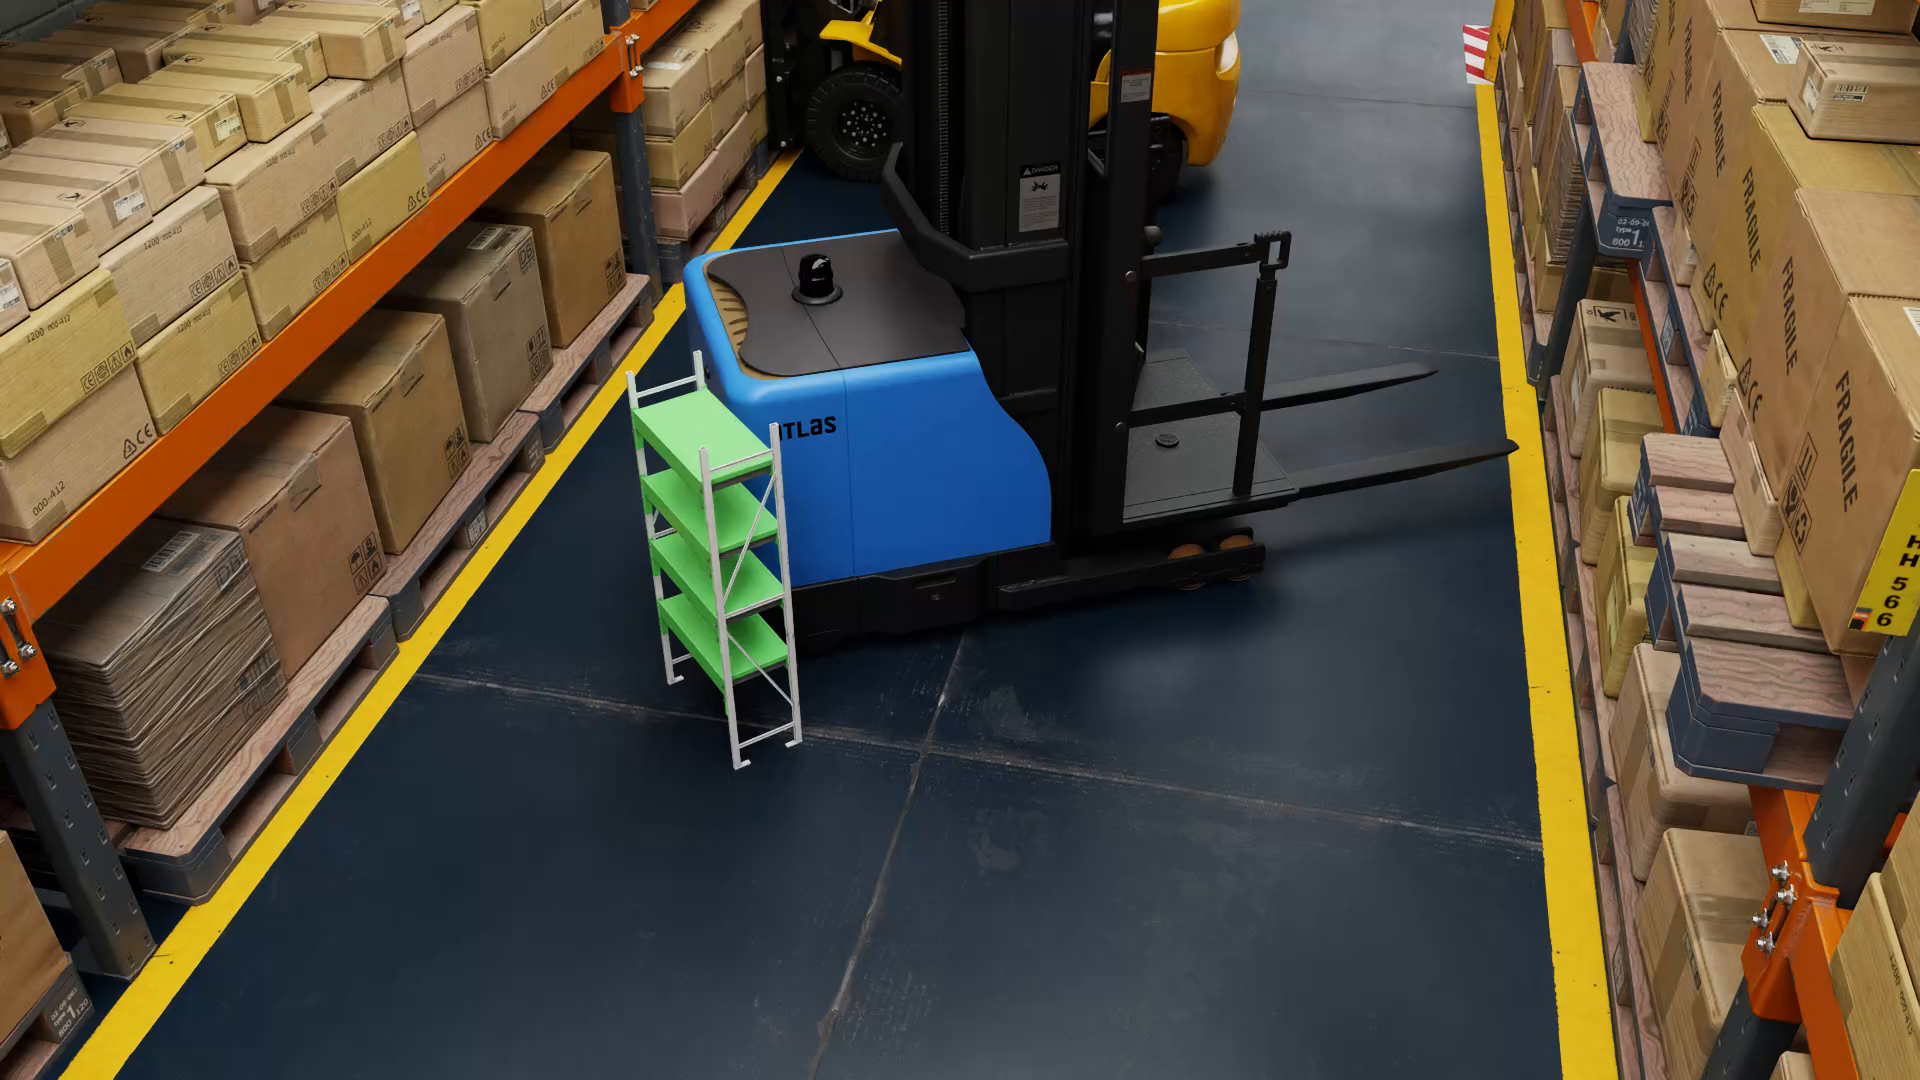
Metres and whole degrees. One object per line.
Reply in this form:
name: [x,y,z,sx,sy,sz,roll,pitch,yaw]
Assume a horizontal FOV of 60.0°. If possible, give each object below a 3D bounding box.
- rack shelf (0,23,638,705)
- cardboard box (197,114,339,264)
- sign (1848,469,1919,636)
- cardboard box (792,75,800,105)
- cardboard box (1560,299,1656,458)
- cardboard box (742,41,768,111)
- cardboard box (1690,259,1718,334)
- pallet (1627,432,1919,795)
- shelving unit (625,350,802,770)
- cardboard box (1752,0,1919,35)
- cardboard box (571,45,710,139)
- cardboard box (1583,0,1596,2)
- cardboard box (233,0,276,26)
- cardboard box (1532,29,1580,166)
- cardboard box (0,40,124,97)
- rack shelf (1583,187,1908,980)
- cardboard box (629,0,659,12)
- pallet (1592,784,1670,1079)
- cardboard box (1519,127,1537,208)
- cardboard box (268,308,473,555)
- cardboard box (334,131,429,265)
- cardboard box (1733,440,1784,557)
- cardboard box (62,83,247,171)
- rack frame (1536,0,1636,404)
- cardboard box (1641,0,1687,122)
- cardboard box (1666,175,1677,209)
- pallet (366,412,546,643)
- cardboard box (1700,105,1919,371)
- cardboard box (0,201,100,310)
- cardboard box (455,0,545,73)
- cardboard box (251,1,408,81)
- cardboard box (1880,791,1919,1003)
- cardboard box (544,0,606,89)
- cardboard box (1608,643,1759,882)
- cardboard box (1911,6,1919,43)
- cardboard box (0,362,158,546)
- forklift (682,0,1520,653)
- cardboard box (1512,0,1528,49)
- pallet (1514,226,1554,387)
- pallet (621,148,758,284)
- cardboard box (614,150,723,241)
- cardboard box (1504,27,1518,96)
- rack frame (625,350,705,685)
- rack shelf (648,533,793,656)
rack shelf: [-2.324,-0.950,5.618,1.077,0.370,4.000,7,37,10]
cardboard box: [-2.180,-1.045,4.838,0.500,0.250,0.500,6,36,9]
sign: [1.567,0.026,2.739,0.100,0.325,0.005,7,37,10]
cardboard box: [-1.154,-2.559,9.210,0.500,0.250,0.500,8,37,11]
cardboard box: [2.844,-0.573,6.366,0.950,0.372,0.625,8,37,11]
cardboard box: [-1.267,-2.462,8.650,0.500,0.250,0.500,7,37,10]
cardboard box: [2.193,-0.659,4.459,0.380,0.149,0.250,6,36,8]
pallet: [2.147,0.181,3.608,1.213,0.211,1.003,7,37,10]
shelving unit: [-0.745,0.079,5.119,0.258,1.200,0.503,-21,41,-26]
cardboard box: [2.376,-1.501,4.515,0.380,0.149,0.250,9,37,13]
cardboard box: [-1.487,-2.088,7.708,0.500,0.250,0.500,7,36,9]
cardboard box: [2.938,-2.472,7.319,0.380,0.149,0.250,7,36,9]
cardboard box: [-2.505,-1.792,5.529,0.380,0.149,0.250,7,37,10]
cardboard box: [3.032,-2.086,7.918,0.500,0.500,0.500,9,37,12]
cardboard box: [-2.730,-1.358,4.930,0.380,0.149,0.250,7,36,9]
rack shelf: [2.526,-0.330,4.763,1.077,0.370,4.000,7,37,10]
cardboard box: [-1.547,-2.650,7.266,0.500,0.500,0.500,6,36,9]
pallet: [2.267,1.206,4.406,1.003,0.211,1.213,7,37,10]
cardboard box: [3.034,-1.795,8.156,0.500,0.250,0.500,8,37,11]
cardboard box: [-2.329,-0.421,5.941,0.875,0.625,0.625,6,36,8]
cardboard box: [-2.090,-1.139,5.393,0.500,0.250,0.500,8,37,11]
cardboard box: [1.936,-0.074,3.652,0.380,0.149,0.250,7,37,10]
cardboard box: [-2.242,-1.147,4.638,0.380,0.149,0.250,8,37,10]
rack frame: [2.953,-1.768,6.134,1.000,3.000,0.127,7,37,10]
cardboard box: [2.467,-1.579,5.176,0.500,0.500,0.500,7,37,10]
cardboard box: [2.383,-1.103,5.072,0.380,0.149,0.250,8,37,11]
pallet: [-2.274,-0.130,6.250,1.003,0.211,1.213,7,37,10]
cardboard box: [2.131,-0.689,3.948,0.500,0.500,0.500,5,36,7]
cardboard box: [-2.339,-0.697,4.018,0.380,0.149,0.250,8,37,11]
cardboard box: [-1.855,-1.921,6.046,0.500,0.250,0.500,6,36,9]
cardboard box: [-1.978,-1.570,5.222,0.380,0.149,0.250,6,36,9]
cardboard box: [1.749,0.643,2.509,0.500,0.250,0.500,7,37,10]
cardboard box: [-1.749,-2.006,6.589,0.500,0.250,0.500,8,37,11]
cardboard box: [2.379,0.672,4.648,0.950,0.372,0.625,7,36,9]
cardboard box: [2.858,-1.226,4.689,0.500,0.500,0.500,9,37,12]
cardboard box: [-2.417,-0.258,4.178,0.500,0.250,0.500,7,37,10]
forklift: [0.597,-1.292,5.535,3.031,2.935,1.130,-10,37,-13]
cardboard box: [3.361,-2.980,9.152,0.500,0.500,0.500,6,36,8]
pallet: [3.062,-1.029,7.489,1.003,0.211,1.213,7,37,10]
pallet: [-1.686,-1.710,8.429,1.003,0.211,1.213,7,37,10]
cardboard box: [-1.470,-1.681,7.998,0.500,0.250,0.500,8,37,10]
cardboard box: [3.365,-2.690,9.391,0.500,0.250,0.500,7,37,10]
rack frame: [-0.879,-0.041,5.285,0.240,1.200,0.015,-21,41,-26]
rack shelf: [-0.745,0.130,5.157,0.258,0.148,0.480,-21,41,-26]
